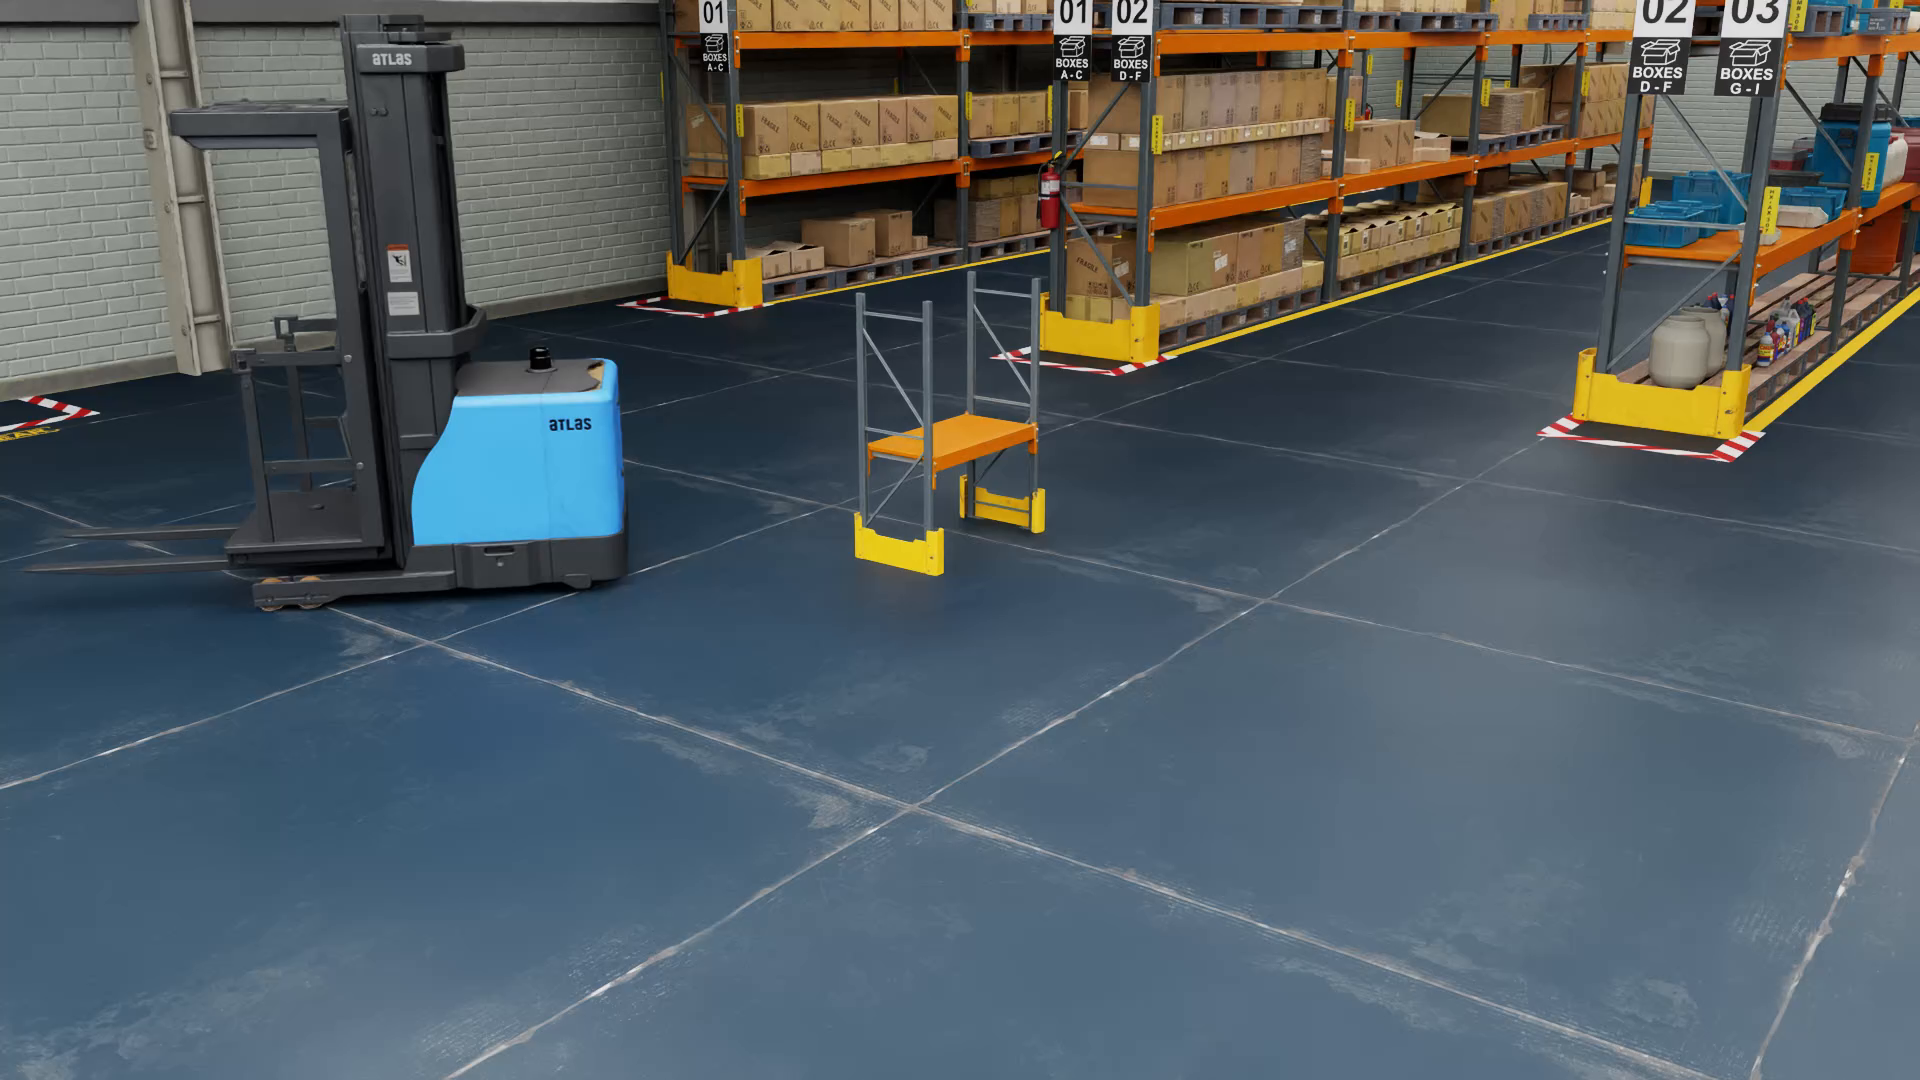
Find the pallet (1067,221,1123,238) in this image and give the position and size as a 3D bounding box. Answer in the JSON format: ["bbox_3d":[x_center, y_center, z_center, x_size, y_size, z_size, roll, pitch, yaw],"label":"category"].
[{"bbox_3d":[1.581,-4.414,23.601,1.003,0.211,1.213,12,21,35],"label":"pallet"}]

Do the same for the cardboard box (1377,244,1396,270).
[{"bbox_3d":[4.696,-3.289,19.206,0.500,0.250,0.500,12,21,33],"label":"cardboard box"}]

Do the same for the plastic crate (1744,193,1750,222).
[{"bbox_3d":[6.585,-2.853,14.232,0.450,0.188,0.662,12,21,35],"label":"plastic crate"}]

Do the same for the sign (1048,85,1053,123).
[{"bbox_3d":[0.834,-3.917,14.947,0.100,0.325,0.005,12,21,35],"label":"sign"}]

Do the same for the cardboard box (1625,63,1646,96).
[{"bbox_3d":[10.450,-7.213,26.057,0.500,0.500,0.500,13,22,36],"label":"cardboard box"}]

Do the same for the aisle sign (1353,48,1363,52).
[{"bbox_3d":[7.098,-9.042,29.421,0.394,0.787,0.004,12,21,35],"label":"aisle sign"}]

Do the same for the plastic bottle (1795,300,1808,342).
[{"bbox_3d":[7.354,-1.923,14.603,0.144,0.351,0.185,11,20,32],"label":"plastic bottle"}]

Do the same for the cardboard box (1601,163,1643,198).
[{"bbox_3d":[10.669,-5.806,26.854,0.500,0.500,0.500,12,21,35],"label":"cardboard box"}]

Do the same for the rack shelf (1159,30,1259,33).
[{"bbox_3d":[3.239,-7.497,24.982,1.077,0.370,4.000,12,21,35],"label":"rack shelf"}]

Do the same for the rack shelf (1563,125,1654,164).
[{"bbox_3d":[9.603,-6.142,25.679,1.077,0.370,4.000,12,21,35],"label":"rack shelf"}]

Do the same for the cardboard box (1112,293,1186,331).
[{"bbox_3d":[1.760,-2.127,15.465,0.500,0.250,0.500,12,21,35],"label":"cardboard box"}]

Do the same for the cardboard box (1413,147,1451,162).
[{"bbox_3d":[5.714,-4.674,20.160,0.380,0.149,0.250,12,21,35],"label":"cardboard box"}]

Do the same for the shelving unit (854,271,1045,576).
[{"bbox_3d":[-0.045,-0.698,9.463,0.587,1.500,1.083,12,21,35],"label":"shelving unit"}]

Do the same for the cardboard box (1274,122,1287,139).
[{"bbox_3d":[3.047,-4.117,16.681,0.380,0.149,0.250,12,21,34],"label":"cardboard box"}]

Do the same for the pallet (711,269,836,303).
[{"bbox_3d":[-2.161,-2.900,18.725,1.003,0.211,1.213,12,21,35],"label":"pallet"}]

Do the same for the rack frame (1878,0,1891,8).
[{"bbox_3d":[7.621,-6.093,14.191,1.000,3.000,0.127,12,21,35],"label":"rack frame"}]

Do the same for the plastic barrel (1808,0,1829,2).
[{"bbox_3d":[6.942,-4.882,13.797,0.600,0.901,0.708,12,21,35],"label":"plastic barrel"}]

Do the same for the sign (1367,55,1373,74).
[{"bbox_3d":[7.242,-8.404,29.396,0.100,0.325,0.005,12,21,35],"label":"sign"}]

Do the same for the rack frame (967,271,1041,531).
[{"bbox_3d":[0.252,-0.817,9.846,0.500,1.500,0.032,12,21,35],"label":"rack frame"}]

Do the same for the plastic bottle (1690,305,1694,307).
[{"bbox_3d":[6.330,-1.864,14.412,0.144,0.351,0.185,13,22,37],"label":"plastic bottle"}]

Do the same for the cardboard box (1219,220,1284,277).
[{"bbox_3d":[2.942,-2.964,16.894,0.500,0.500,0.500,12,21,35],"label":"cardboard box"}]

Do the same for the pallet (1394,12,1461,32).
[{"bbox_3d":[5.032,-5.955,19.123,1.003,0.211,1.213,14,22,37],"label":"pallet"}]

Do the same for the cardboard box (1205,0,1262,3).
[{"bbox_3d":[2.471,-5.246,15.410,0.500,0.500,0.500,12,21,35],"label":"cardboard box"}]

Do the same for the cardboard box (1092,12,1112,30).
[{"bbox_3d":[1.836,-7.112,22.646,0.500,0.311,0.500,12,21,35],"label":"cardboard box"}]

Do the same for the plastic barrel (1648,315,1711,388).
[{"bbox_3d":[5.568,-1.458,12.868,0.421,0.512,0.421,0,17,0],"label":"plastic barrel"}]

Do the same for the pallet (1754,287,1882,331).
[{"bbox_3d":[8.784,-2.382,17.059,1.003,0.211,1.213,12,21,35],"label":"pallet"}]

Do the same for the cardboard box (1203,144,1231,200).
[{"bbox_3d":[2.160,-3.551,15.953,0.700,0.500,0.500,13,21,35],"label":"cardboard box"}]

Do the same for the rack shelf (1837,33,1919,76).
[{"bbox_3d":[8.812,-4.793,16.277,1.077,0.370,4.000,12,21,35],"label":"rack shelf"}]

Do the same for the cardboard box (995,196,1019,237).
[{"bbox_3d":[0.357,-4.305,22.023,0.700,0.500,0.500,12,21,34],"label":"cardboard box"}]

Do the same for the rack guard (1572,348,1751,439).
[{"bbox_3d":[5.245,-1.108,12.469,1.175,0.500,0.348,12,21,35],"label":"rack guard"}]

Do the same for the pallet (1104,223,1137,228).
[{"bbox_3d":[2.578,-4.774,24.762,1.003,0.211,1.213,12,21,35],"label":"pallet"}]

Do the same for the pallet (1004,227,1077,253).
[{"bbox_3d":[0.854,-4.125,22.669,1.003,0.211,1.213,12,21,35],"label":"pallet"}]

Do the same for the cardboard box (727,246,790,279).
[{"bbox_3d":[-2.234,-3.101,18.463,0.500,0.311,0.500,10,20,29],"label":"cardboard box"}]

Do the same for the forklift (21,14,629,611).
[{"bbox_3d":[-3.357,-1.203,8.674,3.031,2.935,1.130,-3,17,-9],"label":"forklift"}]

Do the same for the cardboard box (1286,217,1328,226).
[{"bbox_3d":[3.961,-3.532,19.041,0.500,0.311,0.500,13,22,36],"label":"cardboard box"}]

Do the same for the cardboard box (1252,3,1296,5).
[{"bbox_3d":[3.133,-5.779,17.123,0.500,0.500,0.500,15,22,39],"label":"cardboard box"}]

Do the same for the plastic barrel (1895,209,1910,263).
[{"bbox_3d":[10.955,-3.618,19.695,0.600,0.588,0.708,12,21,35],"label":"plastic barrel"}]

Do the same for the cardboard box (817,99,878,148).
[{"bbox_3d":[-1.280,-4.746,18.922,0.500,0.500,0.500,13,22,36],"label":"cardboard box"}]

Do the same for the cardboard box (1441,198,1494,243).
[{"bbox_3d":[6.529,-4.131,21.462,0.500,0.500,0.500,14,22,37],"label":"cardboard box"}]

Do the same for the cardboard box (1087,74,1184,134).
[{"bbox_3d":[1.582,-3.940,15.019,0.700,0.500,0.500,13,21,35],"label":"cardboard box"}]

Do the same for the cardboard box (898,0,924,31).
[{"bbox_3d":[-0.750,-6.186,19.347,0.500,0.500,0.500,10,20,30],"label":"cardboard box"}]

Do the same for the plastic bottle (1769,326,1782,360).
[{"bbox_3d":[6.772,-1.641,13.828,0.097,0.271,0.097,0,17,0],"label":"plastic bottle"}]

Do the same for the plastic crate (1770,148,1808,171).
[{"bbox_3d":[7.664,-3.428,15.617,0.402,0.464,0.583,12,21,35],"label":"plastic crate"}]

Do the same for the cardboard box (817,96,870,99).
[{"bbox_3d":[-1.396,-4.959,19.611,0.500,0.500,0.500,13,22,36],"label":"cardboard box"}]

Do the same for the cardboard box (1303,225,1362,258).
[{"bbox_3d":[4.091,-3.314,18.340,0.500,0.311,0.500,13,21,35],"label":"cardboard box"}]

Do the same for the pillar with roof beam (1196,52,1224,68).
[{"bbox_3d":[7.611,-9.308,24.544,9.100,9.000,0.400,12,21,35],"label":"pillar with roof beam"}]

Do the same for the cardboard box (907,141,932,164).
[{"bbox_3d":[-0.678,-4.633,19.824,0.500,0.250,0.500,13,21,35],"label":"cardboard box"}]

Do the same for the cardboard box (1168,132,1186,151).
[{"bbox_3d":[1.823,-3.628,15.106,0.380,0.149,0.250,12,21,33],"label":"cardboard box"}]

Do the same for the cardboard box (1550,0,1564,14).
[{"bbox_3d":[8.052,-7.631,23.157,0.600,0.600,0.600,10,20,30],"label":"cardboard box"}]

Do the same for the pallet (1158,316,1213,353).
[{"bbox_3d":[1.684,-2.009,15.858,1.003,0.211,1.213,12,21,35],"label":"pallet"}]

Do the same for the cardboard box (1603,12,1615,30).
[{"bbox_3d":[9.201,-7.561,24.229,0.500,0.250,0.500,12,21,35],"label":"cardboard box"}]

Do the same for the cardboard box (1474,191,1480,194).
[{"bbox_3d":[6.706,-4.461,22.523,0.500,0.500,0.500,12,21,33],"label":"cardboard box"}]
